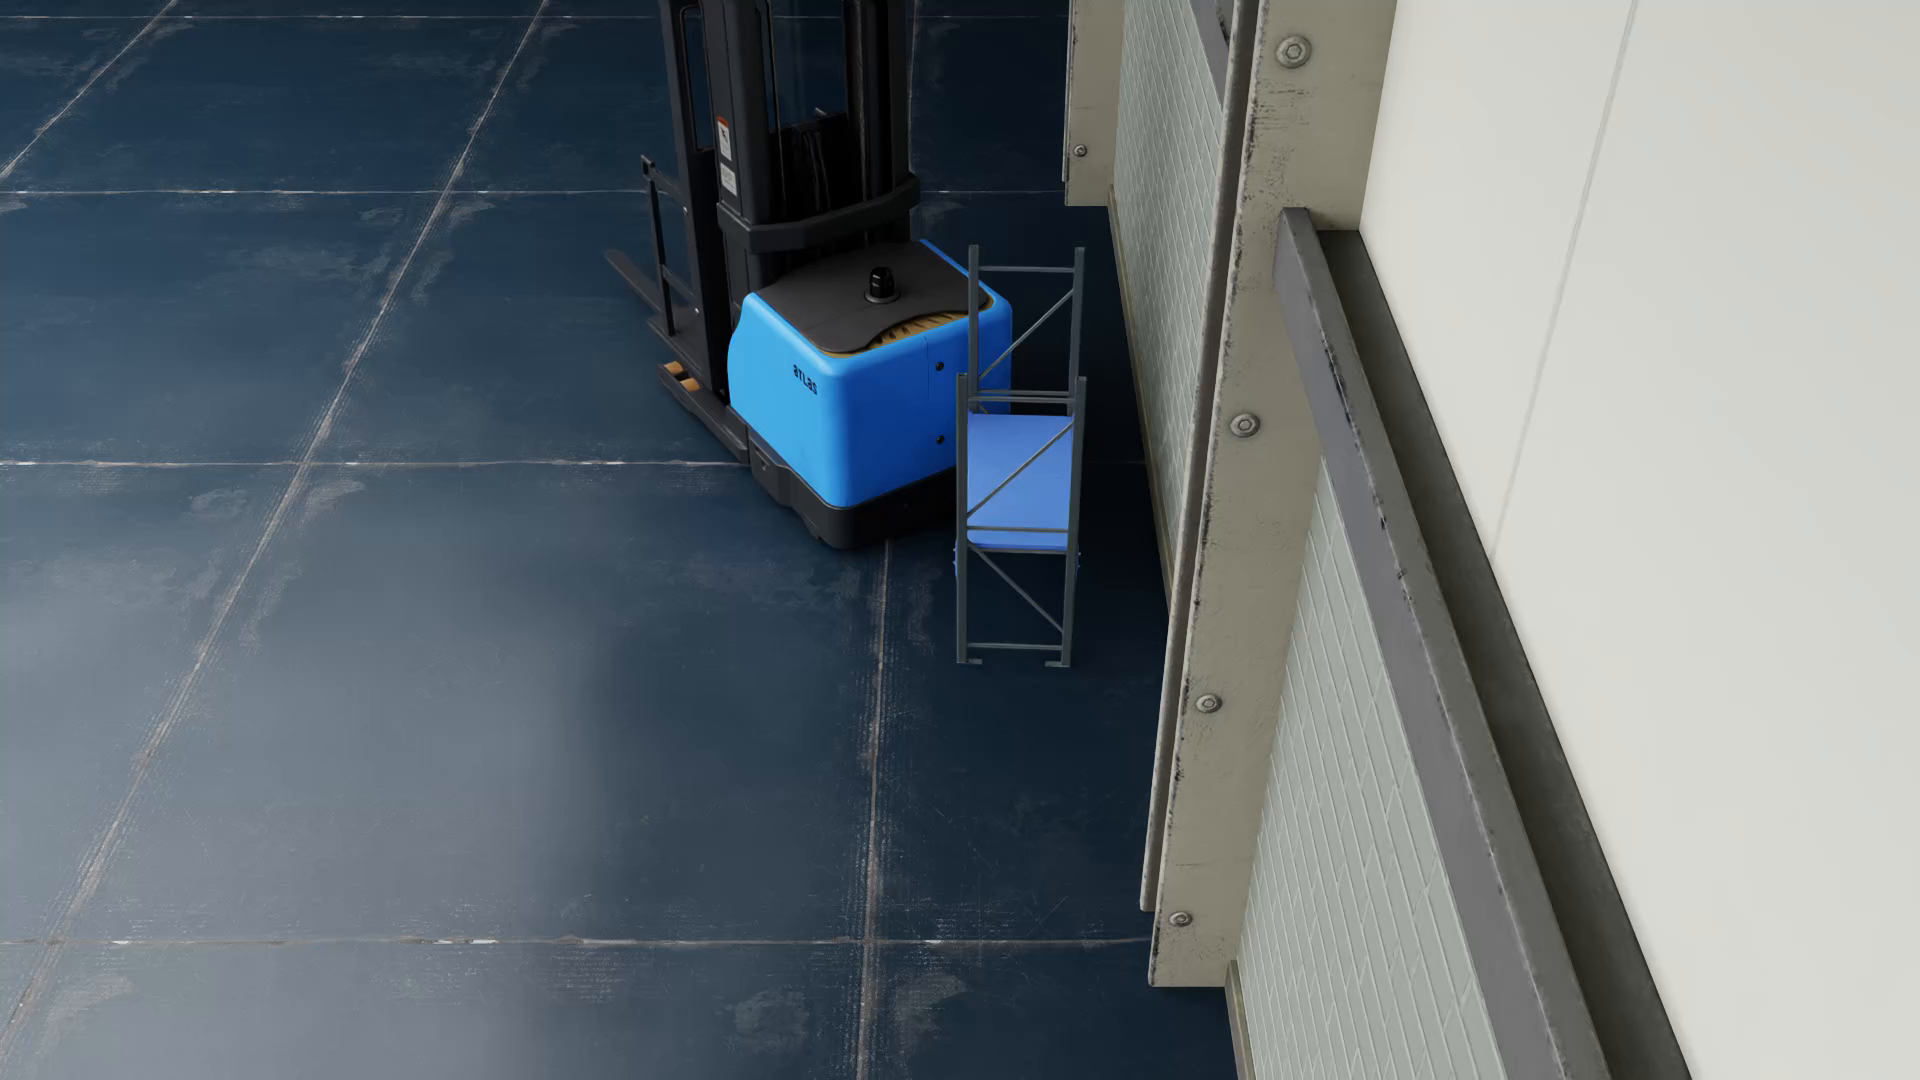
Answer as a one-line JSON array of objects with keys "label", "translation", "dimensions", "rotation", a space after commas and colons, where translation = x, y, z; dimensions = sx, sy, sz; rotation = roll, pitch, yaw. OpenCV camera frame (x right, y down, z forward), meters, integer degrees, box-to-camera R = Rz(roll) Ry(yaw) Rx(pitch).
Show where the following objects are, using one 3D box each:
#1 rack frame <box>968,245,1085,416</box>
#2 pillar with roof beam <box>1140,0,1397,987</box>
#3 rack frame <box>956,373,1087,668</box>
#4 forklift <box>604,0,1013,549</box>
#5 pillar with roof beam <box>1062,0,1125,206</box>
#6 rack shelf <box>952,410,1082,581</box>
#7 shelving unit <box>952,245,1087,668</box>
[{"label": "rack frame", "translation": [0.289, -0.675, 7.638], "dimensions": [0.500, 1.500, 0.032], "rotation": [2, 39, 2]}, {"label": "pillar with roof beam", "translation": [-3.469, -2.025, 3.327], "dimensions": [9.100, 9.000, 0.400], "rotation": [0, 39, 0]}, {"label": "rack frame", "translation": [0.237, -0.040, 6.846], "dimensions": [0.500, 1.500, 0.032], "rotation": [2, 39, 2]}, {"label": "forklift", "translation": [-0.974, -1.988, 8.132], "dimensions": [1.130, 2.935, 3.031], "rotation": [-23, 44, -26]}, {"label": "pillar with roof beam", "translation": [-3.476, -5.777, 8.009], "dimensions": [9.100, 9.000, 0.400], "rotation": [0, 39, 0]}, {"label": "rack shelf", "translation": [0.263, -0.217, 7.355], "dimensions": [0.538, 0.185, 1.000], "rotation": [2, 39, 2]}, {"label": "shelving unit", "translation": [0.263, -0.358, 7.242], "dimensions": [0.538, 1.500, 1.048], "rotation": [2, 39, 2]}]
